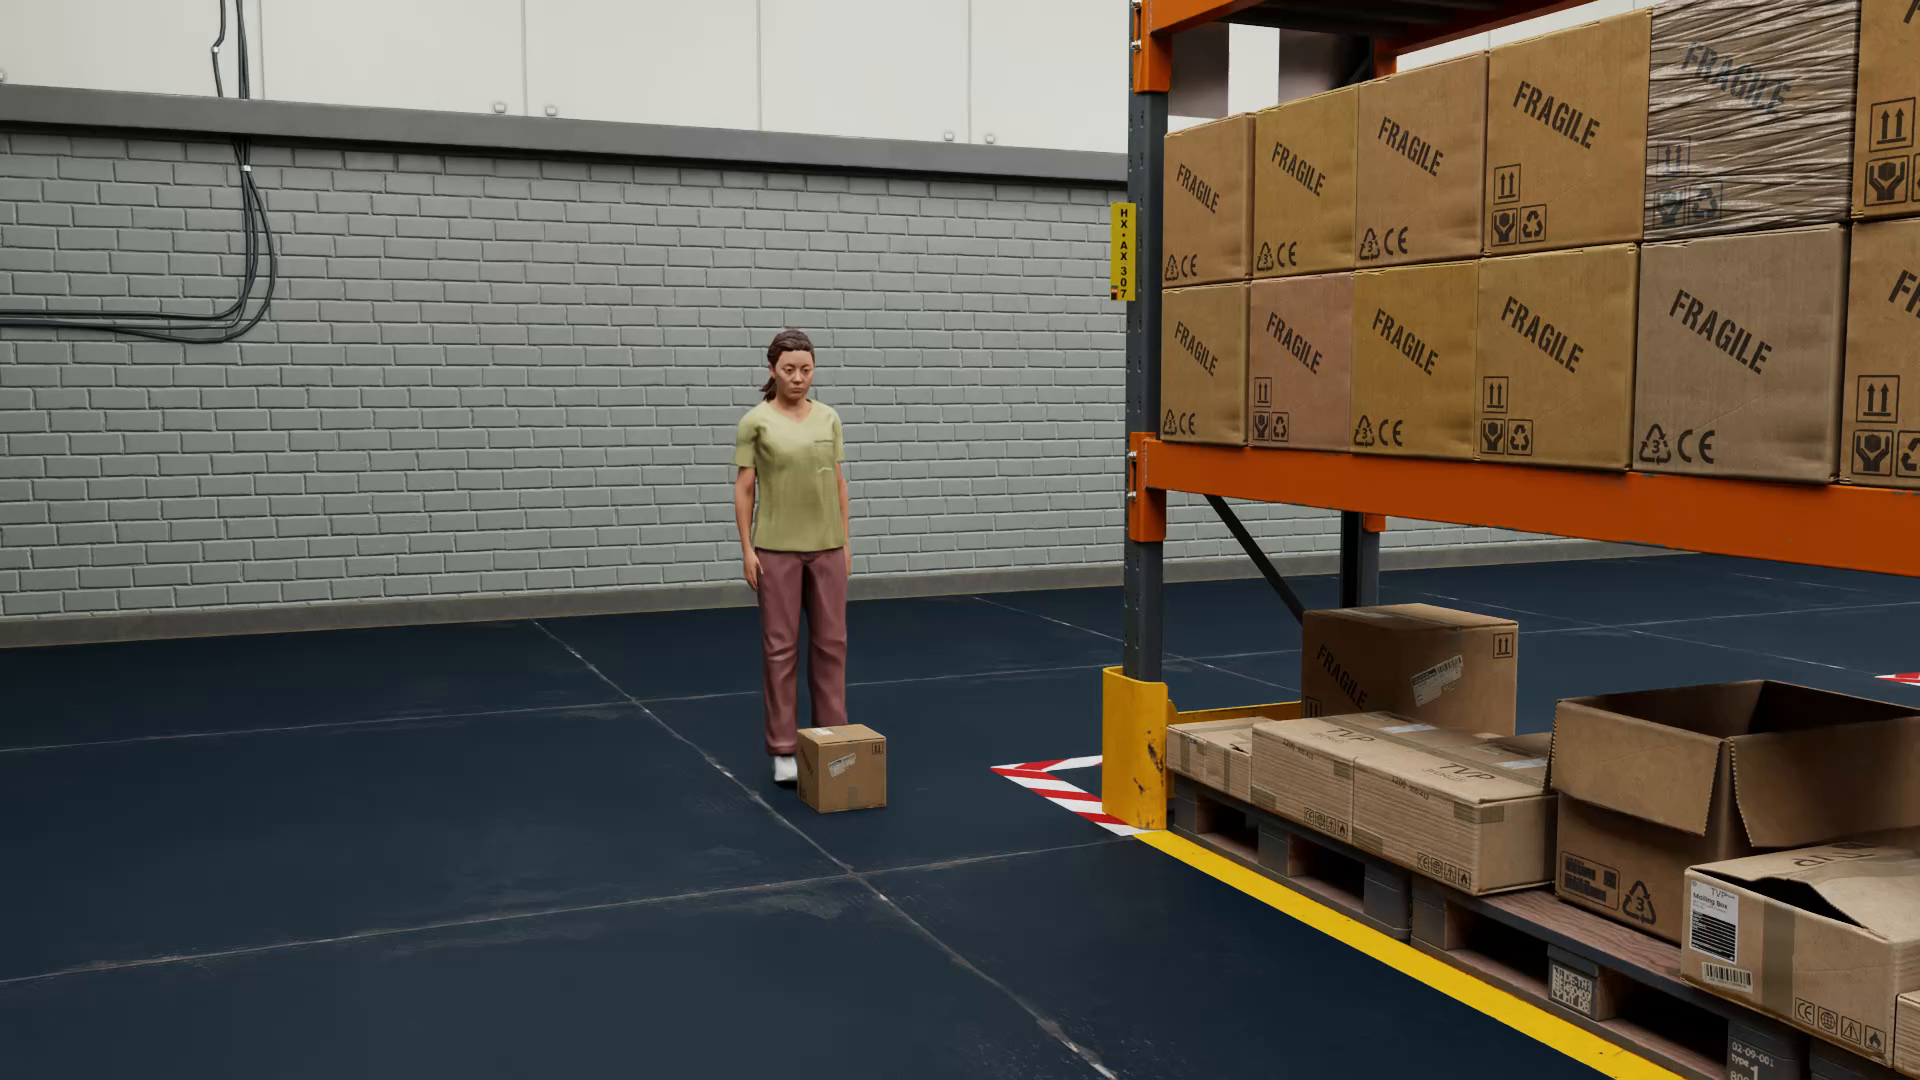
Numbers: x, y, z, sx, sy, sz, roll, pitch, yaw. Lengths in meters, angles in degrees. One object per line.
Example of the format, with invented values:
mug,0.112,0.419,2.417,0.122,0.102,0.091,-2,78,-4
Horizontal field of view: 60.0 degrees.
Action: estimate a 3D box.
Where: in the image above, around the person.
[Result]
person,-0.613,0.057,6.286,0.453,1.697,0.434,-2,6,-23
